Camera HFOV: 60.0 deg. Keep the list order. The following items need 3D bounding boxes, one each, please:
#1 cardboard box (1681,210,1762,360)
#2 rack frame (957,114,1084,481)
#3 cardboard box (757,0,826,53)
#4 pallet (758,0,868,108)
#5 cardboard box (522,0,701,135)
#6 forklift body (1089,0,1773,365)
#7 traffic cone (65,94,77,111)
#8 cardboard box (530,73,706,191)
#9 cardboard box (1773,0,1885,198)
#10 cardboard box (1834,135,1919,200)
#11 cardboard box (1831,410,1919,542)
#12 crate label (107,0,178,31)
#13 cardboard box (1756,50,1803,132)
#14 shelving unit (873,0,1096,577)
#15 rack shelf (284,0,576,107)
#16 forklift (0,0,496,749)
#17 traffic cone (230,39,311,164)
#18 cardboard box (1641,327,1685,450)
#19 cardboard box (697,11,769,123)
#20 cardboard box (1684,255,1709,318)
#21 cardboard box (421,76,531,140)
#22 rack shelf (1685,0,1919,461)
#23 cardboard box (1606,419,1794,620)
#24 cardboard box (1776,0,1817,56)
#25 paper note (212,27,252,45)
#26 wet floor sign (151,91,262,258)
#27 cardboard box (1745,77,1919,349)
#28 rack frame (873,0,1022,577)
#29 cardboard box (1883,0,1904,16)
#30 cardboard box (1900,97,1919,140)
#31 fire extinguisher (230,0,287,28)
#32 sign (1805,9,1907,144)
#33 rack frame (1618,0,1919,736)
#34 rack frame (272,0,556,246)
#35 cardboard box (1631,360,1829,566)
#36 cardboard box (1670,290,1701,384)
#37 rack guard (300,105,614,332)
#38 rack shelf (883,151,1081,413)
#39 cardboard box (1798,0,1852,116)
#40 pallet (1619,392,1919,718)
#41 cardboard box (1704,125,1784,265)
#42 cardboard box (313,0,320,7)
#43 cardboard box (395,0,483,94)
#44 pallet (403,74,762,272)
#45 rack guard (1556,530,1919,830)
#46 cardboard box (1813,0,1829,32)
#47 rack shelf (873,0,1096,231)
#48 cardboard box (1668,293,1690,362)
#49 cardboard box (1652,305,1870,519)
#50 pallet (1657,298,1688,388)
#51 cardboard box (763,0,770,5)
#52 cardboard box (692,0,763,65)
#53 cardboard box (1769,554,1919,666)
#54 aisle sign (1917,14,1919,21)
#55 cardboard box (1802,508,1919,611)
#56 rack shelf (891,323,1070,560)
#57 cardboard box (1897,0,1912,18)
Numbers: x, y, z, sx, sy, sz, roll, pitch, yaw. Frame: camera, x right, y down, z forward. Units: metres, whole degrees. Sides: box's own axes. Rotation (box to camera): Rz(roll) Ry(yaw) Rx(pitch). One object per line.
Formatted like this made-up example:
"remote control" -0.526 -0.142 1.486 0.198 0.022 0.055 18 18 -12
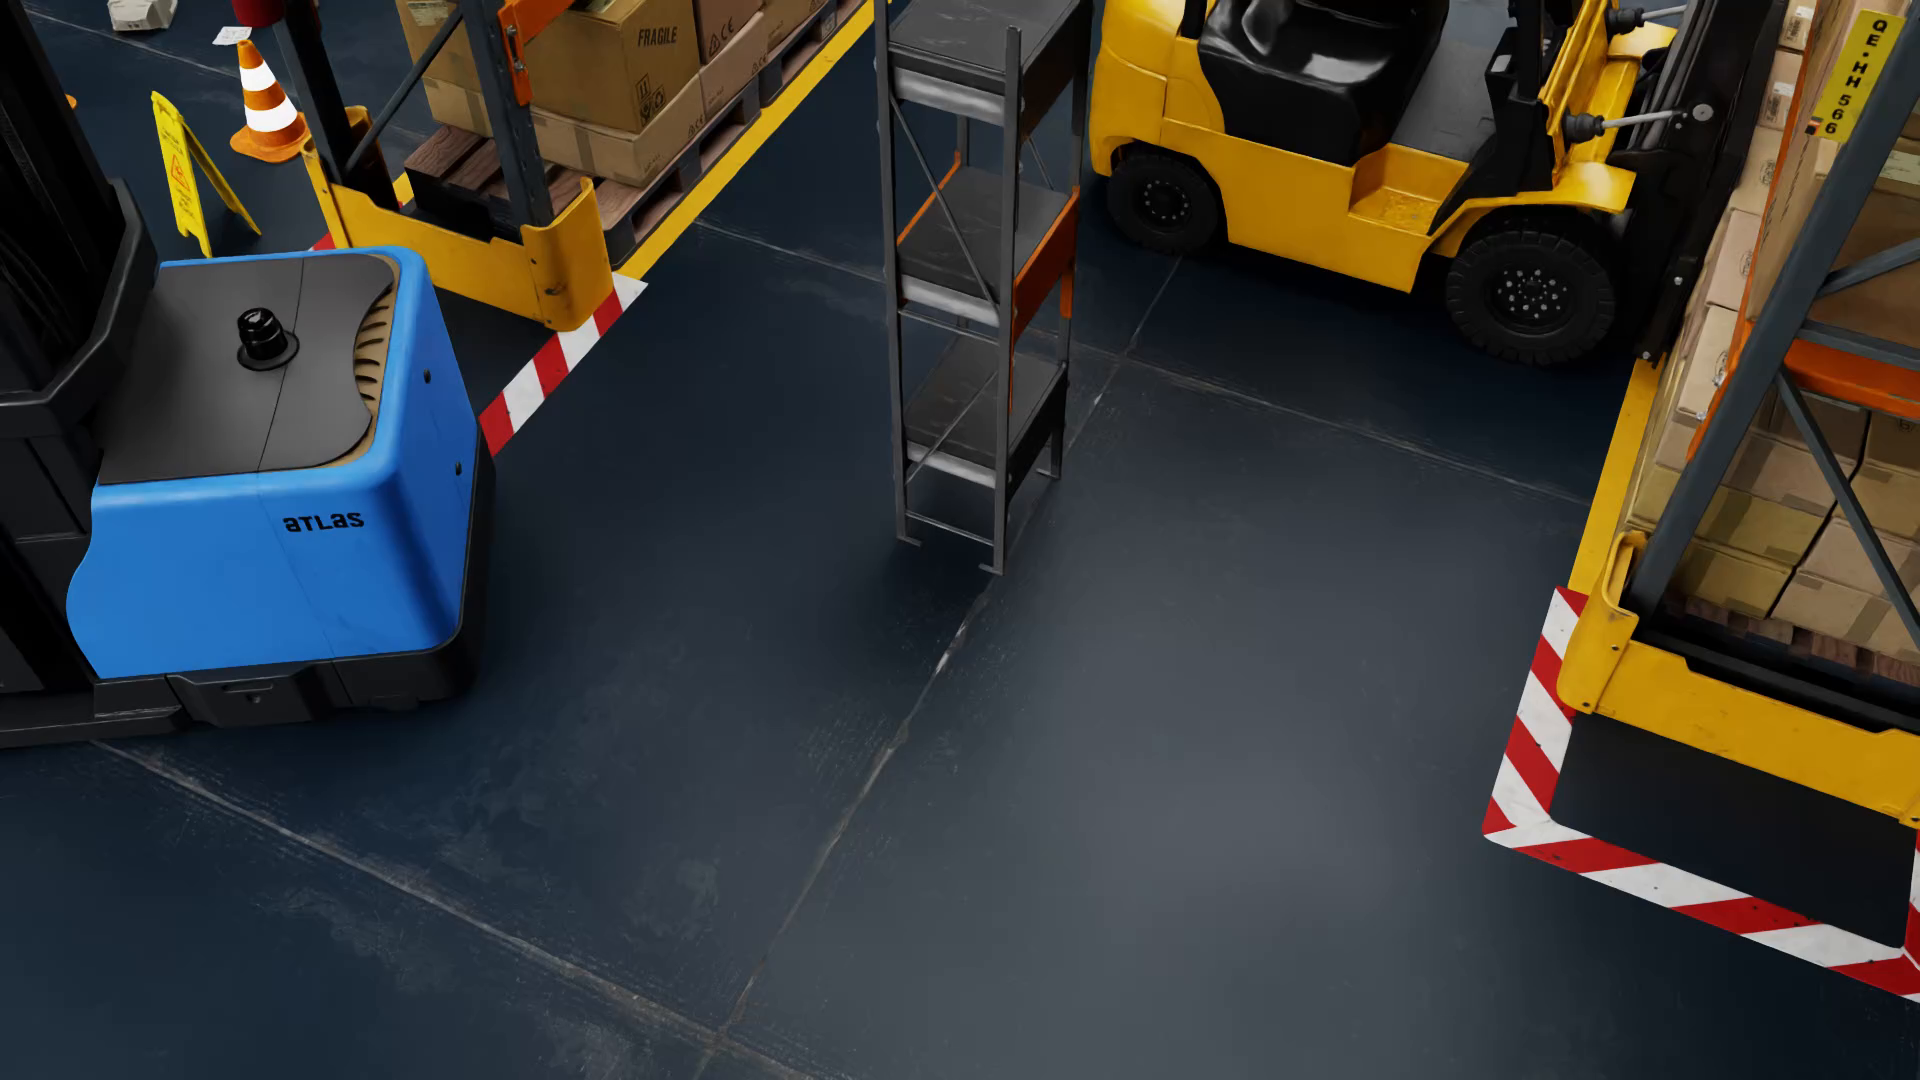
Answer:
"cardboard box" 2.631 -0.745 5.287 0.500 0.250 0.500 21 53 17
"rack frame" 0.175 -0.962 5.190 0.400 2.100 0.015 20 52 16
"cardboard box" -0.944 -2.455 7.399 0.500 0.250 0.500 23 53 18
"pallet" -1.052 -2.550 7.781 1.003 0.211 1.213 20 52 16
"cardboard box" -1.381 -1.986 6.508 0.500 0.500 0.500 18 52 15
"forklift body" 1.664 -2.028 6.063 2.313 2.155 1.214 20 52 16
"traffic cone" -4.117 -2.037 7.179 0.336 0.463 0.334 20 52 16
"cardboard box" -1.391 -1.726 6.779 0.500 0.250 0.500 19 52 16
"cardboard box" 2.707 -1.214 4.748 0.500 0.500 0.500 21 53 17
"cardboard box" 2.399 -0.976 4.119 0.380 0.149 0.250 21 53 17
"cardboard box" 2.880 -0.242 4.859 0.500 0.250 0.500 19 52 16
"crate label" -3.837 -2.493 7.781 0.250 0.136 0.298 -4 50 -3
"cardboard box" 3.061 -1.442 5.880 0.500 0.250 0.500 19 52 15
"shelving unit" 0.071 -0.794 5.047 0.431 2.100 0.503 20 52 16
"rack shelf" -1.131 -3.160 6.942 1.077 0.370 4.000 20 52 16
"forklift" -3.087 -0.678 4.403 3.031 2.935 1.130 -5 50 -4
"traffic cone" -2.968 -1.910 7.071 0.336 0.463 0.334 20 52 16
"cardboard box" 2.640 -0.414 5.663 0.500 0.250 0.500 20 52 16
"cardboard box" -1.166 -2.075 7.076 0.500 0.250 0.500 22 53 17
"cardboard box" 2.855 -0.952 5.792 0.500 0.250 0.500 19 52 15
"cardboard box" -1.873 -1.922 6.945 0.500 0.250 0.500 20 52 16
"rack shelf" 3.358 -1.547 5.570 1.077 0.370 4.000 20 52 16
"cardboard box" 2.419 -0.075 5.374 0.500 0.250 0.500 20 53 16
"cardboard box" 3.293 -1.801 6.186 0.500 0.250 0.500 21 53 17
"paper note" -3.382 -2.352 7.731 0.148 0.019 0.142 4 50 3
"wet floor sign" -3.034 -1.470 6.577 0.232 0.644 0.267 -37 59 -27
"cardboard box" 2.477 -0.860 4.447 0.500 0.500 0.500 19 52 15
"rack frame" -0.034 -0.626 4.904 0.400 2.100 0.015 20 52 16
"cardboard box" 2.631 -1.427 4.307 0.380 0.149 0.250 21 53 17
"cardboard box" 2.466 -1.058 3.994 0.380 0.149 0.250 20 52 16
"fire extinguisher" -2.451 -2.062 5.586 0.296 0.674 0.183 20 52 16
"sign" 2.019 -1.042 3.751 0.100 0.325 0.005 20 52 16
"rack frame" 2.504 -0.403 4.124 1.000 3.000 0.127 20 52 16
"rack frame" -1.986 -2.016 5.496 1.000 3.000 0.127 20 52 16
"cardboard box" 2.429 -0.247 5.192 0.500 0.250 0.500 19 52 16
"cardboard box" 2.653 -0.589 5.483 0.500 0.250 0.500 19 52 16
"rack guard" -1.953 -1.258 6.492 1.175 0.500 0.348 20 52 16
"rack shelf" 0.071 -0.786 5.058 0.431 0.518 0.480 20 52 16
"cardboard box" 2.925 -1.567 5.048 0.500 0.500 0.500 19 52 15
"pallet" 2.793 -0.040 5.645 1.003 0.211 1.213 20 52 16
"cardboard box" 2.838 -1.095 5.586 0.500 0.250 0.500 20 53 17
"cardboard box" -3.252 -2.651 7.908 0.250 0.149 0.380 -28 55 -22
"cardboard box" -1.879 -2.140 6.639 0.500 0.500 0.500 20 53 16
"pallet" -1.574 -1.712 7.069 1.003 0.211 1.213 20 52 16
"rack guard" 2.494 0.423 5.062 1.175 0.500 0.348 20 52 16
"cardboard box" 3.130 -1.917 5.346 0.500 0.500 0.500 20 53 16
"rack shelf" 0.071 -1.239 4.525 0.431 0.518 0.480 20 52 16
"cardboard box" 2.862 -0.756 5.953 0.500 0.250 0.500 20 53 16
"cardboard box" 2.419 -0.391 4.986 0.500 0.250 0.500 21 53 17
"pallet" 3.315 -0.877 6.358 1.003 0.211 1.213 20 52 16
"cardboard box" -0.940 -2.690 7.107 0.500 0.500 0.500 21 53 17
"cardboard box" -1.162 -2.347 6.815 0.500 0.500 0.500 18 52 15
"cardboard box" 2.890 0.077 5.245 0.500 0.250 0.500 20 52 16
"aisle sign" 2.210 -1.296 3.176 0.394 0.787 0.004 20 52 16
"cardboard box" 2.893 -0.067 5.039 0.500 0.250 0.500 21 53 17
"rack shelf" 0.071 -0.332 5.591 0.431 0.518 0.480 20 52 16
"cardboard box" 2.544 -1.238 4.147 0.380 0.149 0.250 20 52 16
